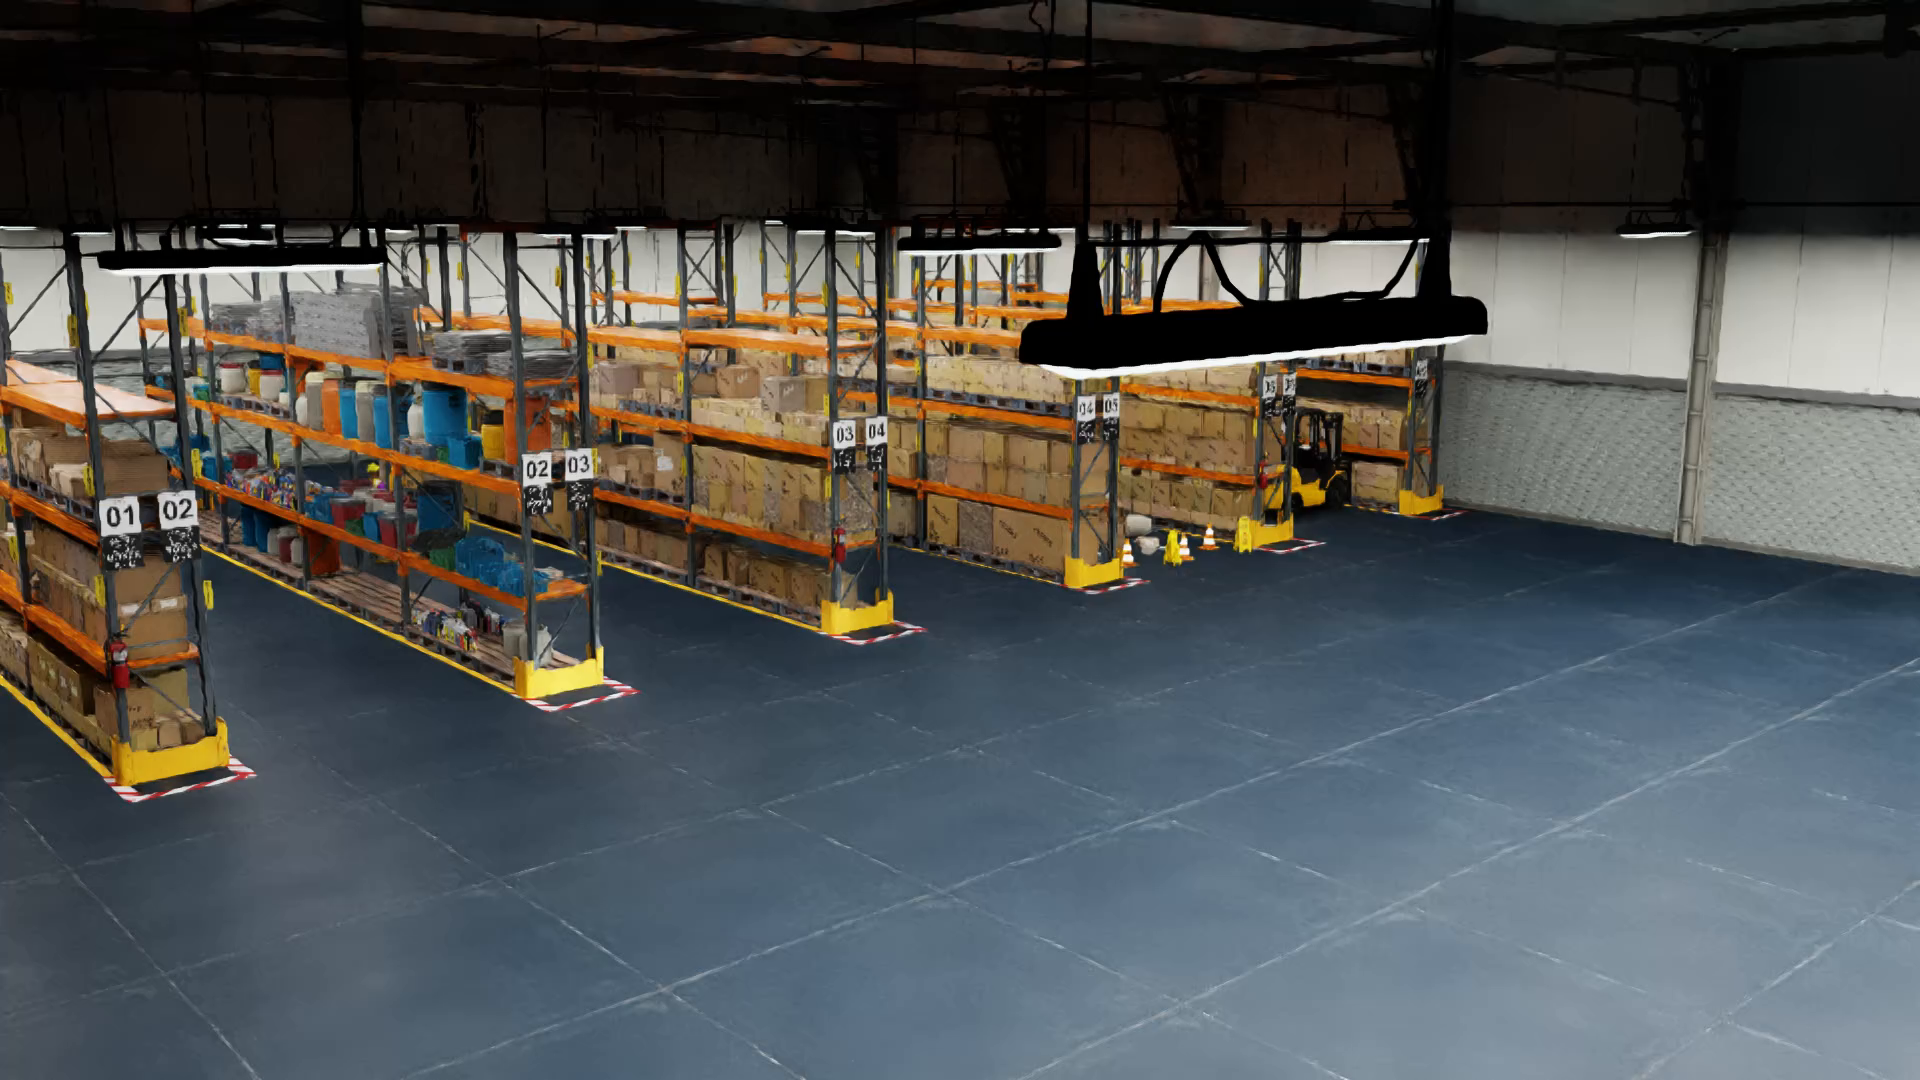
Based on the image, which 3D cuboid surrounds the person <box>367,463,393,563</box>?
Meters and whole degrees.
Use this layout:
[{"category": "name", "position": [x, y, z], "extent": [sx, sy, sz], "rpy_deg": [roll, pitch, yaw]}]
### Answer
[{"category": "person", "position": [-10.450, -0.511, 29.833], "extent": [0.645, 1.772, 0.464], "rpy_deg": [6, 13, 28]}]

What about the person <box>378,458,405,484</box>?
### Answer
[{"category": "person", "position": [-12.907, -2.024, 37.509], "extent": [0.650, 1.700, 0.685], "rpy_deg": [4, 12, 17]}]
